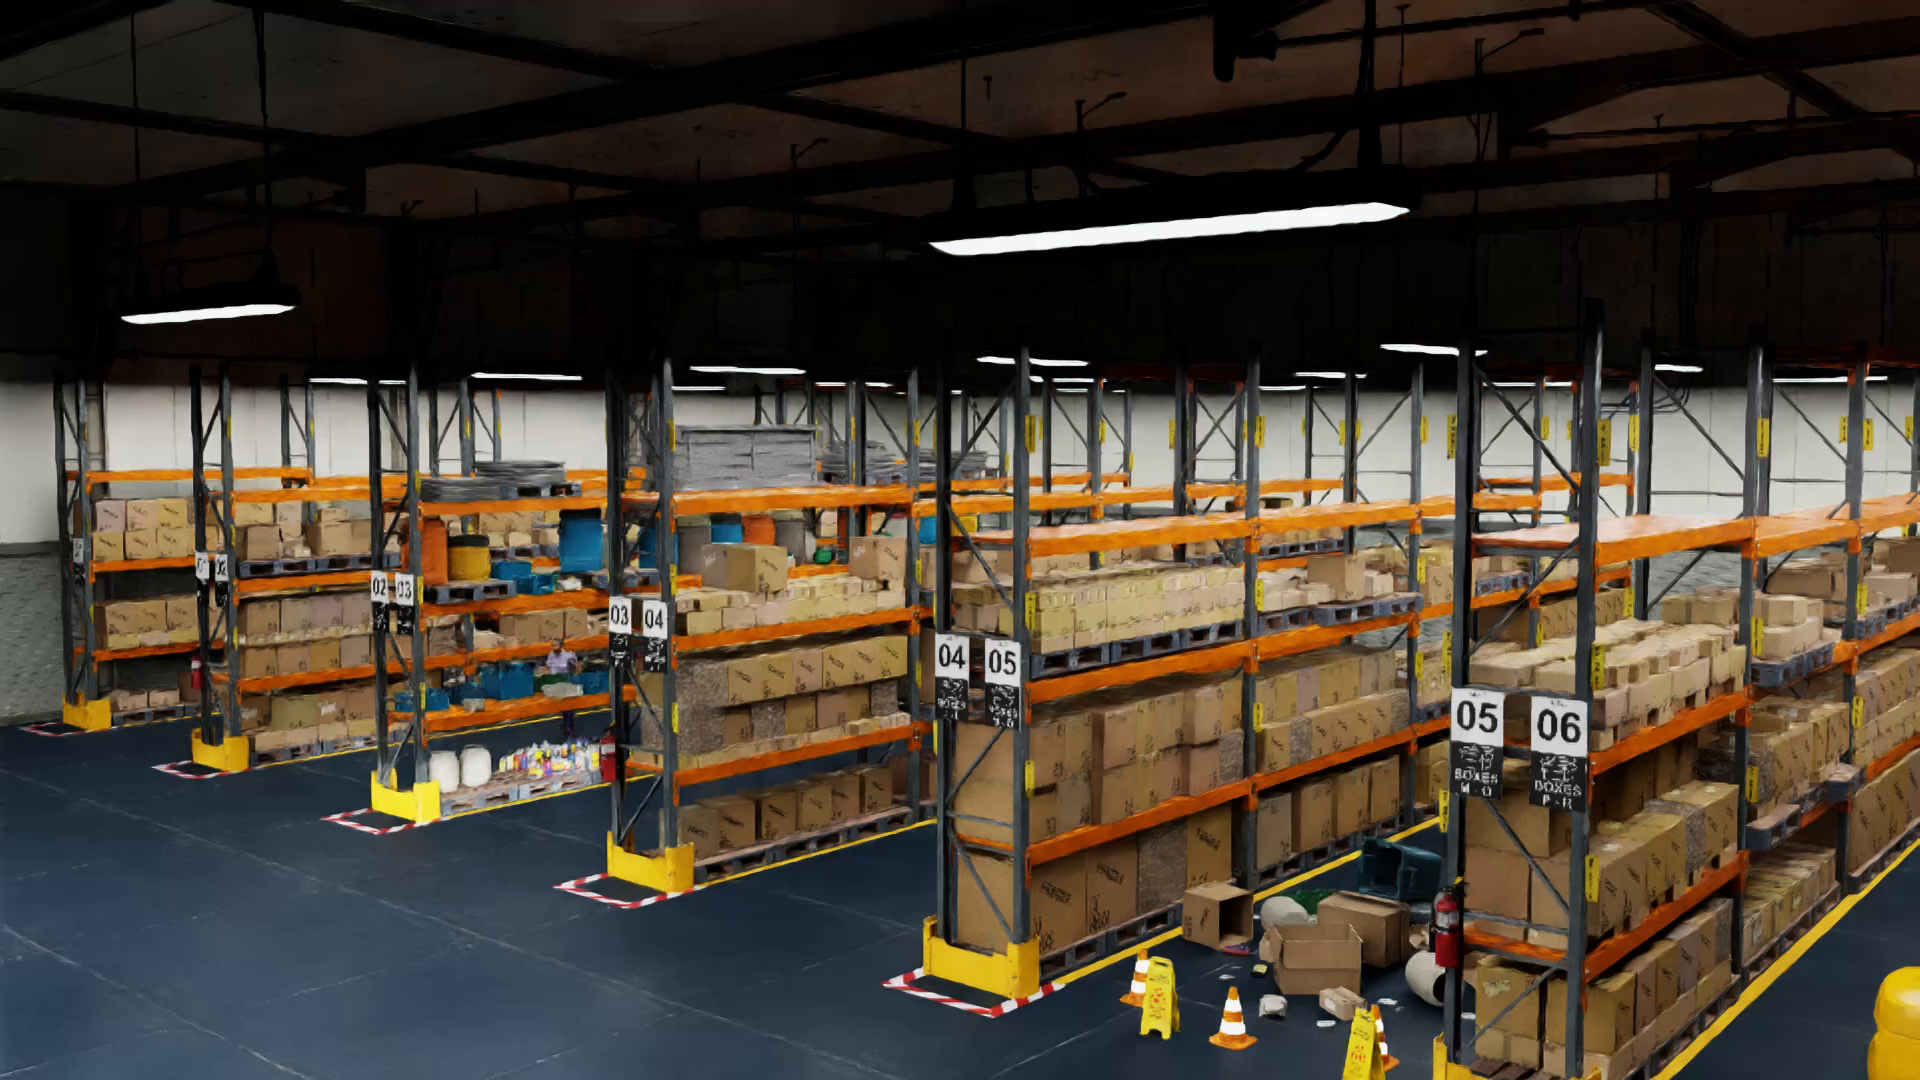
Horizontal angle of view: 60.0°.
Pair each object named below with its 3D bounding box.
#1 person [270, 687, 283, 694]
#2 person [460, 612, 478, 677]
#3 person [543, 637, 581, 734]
[{"bbox_3d":[-12.003,2.252,29.116,0.638,1.615,0.774,1,4,20],"label":"person"},{"bbox_3d":[-9.190,2.099,31.225,0.419,1.603,0.504,1,4,12],"label":"person"},{"bbox_3d":[-6.552,2.382,27.598,0.647,1.563,0.821,2,4,23],"label":"person"}]
